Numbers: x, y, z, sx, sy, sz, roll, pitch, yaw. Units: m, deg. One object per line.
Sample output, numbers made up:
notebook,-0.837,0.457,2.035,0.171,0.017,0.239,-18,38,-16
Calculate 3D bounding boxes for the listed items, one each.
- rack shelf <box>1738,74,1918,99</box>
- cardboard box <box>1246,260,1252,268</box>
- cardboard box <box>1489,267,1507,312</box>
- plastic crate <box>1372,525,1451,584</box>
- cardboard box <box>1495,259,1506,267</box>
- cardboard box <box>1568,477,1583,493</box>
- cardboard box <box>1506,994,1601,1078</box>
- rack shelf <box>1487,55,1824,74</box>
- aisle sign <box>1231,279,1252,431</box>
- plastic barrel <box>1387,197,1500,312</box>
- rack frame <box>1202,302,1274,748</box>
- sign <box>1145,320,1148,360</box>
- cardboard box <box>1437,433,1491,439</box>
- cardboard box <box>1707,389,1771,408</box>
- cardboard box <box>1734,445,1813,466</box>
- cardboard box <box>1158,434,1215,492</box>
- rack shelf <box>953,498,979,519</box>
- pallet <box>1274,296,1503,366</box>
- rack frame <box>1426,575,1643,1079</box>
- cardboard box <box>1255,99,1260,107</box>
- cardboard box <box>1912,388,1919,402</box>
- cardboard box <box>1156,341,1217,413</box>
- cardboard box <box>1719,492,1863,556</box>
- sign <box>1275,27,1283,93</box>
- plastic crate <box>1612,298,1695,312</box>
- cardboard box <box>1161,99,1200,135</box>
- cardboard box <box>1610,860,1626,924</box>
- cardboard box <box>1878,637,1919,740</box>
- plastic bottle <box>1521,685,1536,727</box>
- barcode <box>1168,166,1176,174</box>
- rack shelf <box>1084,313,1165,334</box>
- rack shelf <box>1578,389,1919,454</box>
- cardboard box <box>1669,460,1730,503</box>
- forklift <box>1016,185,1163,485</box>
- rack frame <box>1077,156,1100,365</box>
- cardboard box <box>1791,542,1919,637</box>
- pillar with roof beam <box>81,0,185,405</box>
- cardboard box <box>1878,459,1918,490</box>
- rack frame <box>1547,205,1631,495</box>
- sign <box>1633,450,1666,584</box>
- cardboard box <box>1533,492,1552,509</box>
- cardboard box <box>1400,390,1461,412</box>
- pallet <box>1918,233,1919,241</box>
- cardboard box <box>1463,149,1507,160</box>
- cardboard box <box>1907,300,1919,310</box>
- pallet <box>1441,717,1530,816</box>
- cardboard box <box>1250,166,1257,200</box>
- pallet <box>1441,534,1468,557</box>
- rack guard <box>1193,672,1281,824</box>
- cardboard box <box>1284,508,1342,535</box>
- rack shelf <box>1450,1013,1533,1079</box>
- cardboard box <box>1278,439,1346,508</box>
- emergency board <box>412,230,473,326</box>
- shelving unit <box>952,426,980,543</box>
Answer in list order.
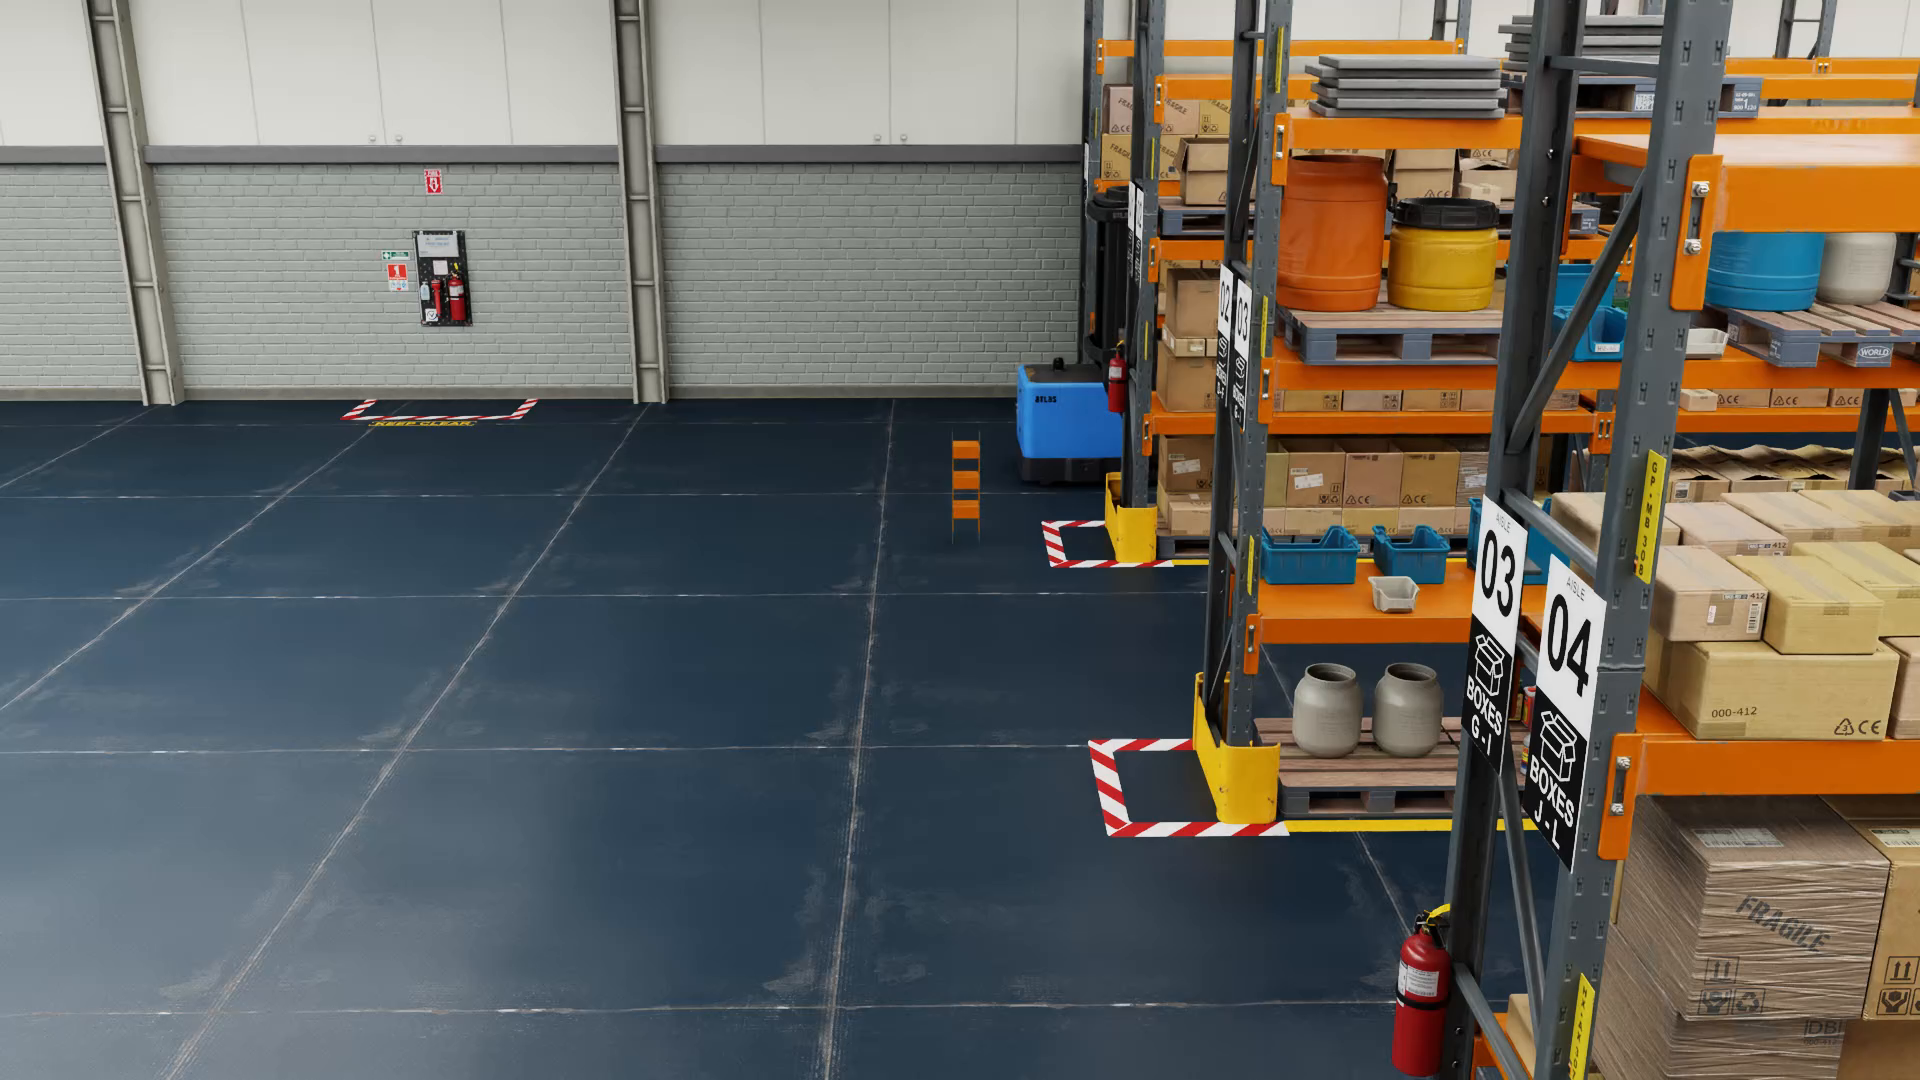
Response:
rack shelf,7.569,-3.757,14.064,4.000,0.370,1.077,0,18,-1
cardboard box,3.497,-3.130,19.080,0.500,0.500,0.500,0,18,1
cardboard box,4.621,-2.083,14.544,0.500,0.500,0.700,0,18,-1
plastic crate,2.790,0.084,10.322,0.408,0.251,0.499,0,18,-1
cardboard box,5.997,-3.186,19.388,0.500,0.500,0.700,0,18,-1
cardboard box,5.979,-0.405,15.417,0.500,0.250,0.500,0,18,-1
cardboard box,2.004,1.676,5.526,0.250,0.149,0.380,0,18,-1
rack shelf,7.487,-5.270,18.780,4.000,0.370,1.077,0,18,-1
aisle sign,1.577,-1.040,9.326,0.004,0.787,0.394,0,18,-1
plastic barrel,2.782,-1.654,9.590,0.600,0.588,0.600,0,18,0
rack frame,1.644,0.108,10.003,0.127,3.000,1.000,0,18,-1
sign,1.573,-1.685,14.046,0.005,0.325,0.100,0,18,-1
cardboard box,4.601,-0.761,15.297,0.500,0.500,0.500,0,18,-1
cardboard box,6.864,-1.473,14.768,0.500,0.500,0.500,1,18,3
cardboard box,7.492,-0.679,15.351,0.500,0.311,0.500,0,18,-2
cardboard box,2.101,-0.746,15.252,0.500,0.500,0.500,0,18,-1
rack shelf,0.054,-0.225,15.179,0.240,0.259,0.215,0,18,-1
pallet,2.473,-1.205,9.493,1.213,0.211,1.003,0,18,-1
rack frame,1.723,1.621,5.287,0.127,3.000,1.000,0,18,-1
cardboard box,3.457,-4.963,19.067,0.500,0.500,0.500,0,18,-1
cardboard box,8.672,-1.456,15.024,0.500,0.311,0.500,0,18,-2
cardboard box,2.037,-1.451,14.699,0.500,0.500,0.700,0,18,-1
cardboard box,2.529,-0.023,5.093,0.250,0.149,0.380,-1,18,-3
sign,1.649,-2.481,8.595,0.005,0.325,0.100,0,18,-1
plastic crate,4.062,-1.314,9.873,0.450,0.188,0.336,0,18,-1
cardboard box,2.379,-4.794,18.540,0.500,0.500,0.500,0,18,-1
cardboard box,2.269,0.877,5.317,0.500,0.500,0.500,0,18,-1
cardboard box,2.724,0.336,4.627,0.500,0.250,0.500,-1,18,-2
plastic bottle,3.726,1.060,10.774,0.135,0.276,0.152,0,18,0
barcode,1.864,-3.258,14.636,0.075,0.075,0.001,0,18,-1
rack shelf,3.488,-2.585,19.575,4.000,0.370,1.077,0,18,-1
rack shelf,7.569,-1.091,14.919,4.000,0.370,1.077,0,18,-1
cardboard box,6.487,-0.509,14.821,0.500,0.311,0.500,0,18,-2
forklift,2.125,-2.099,16.995,3.031,2.935,1.130,-1,18,-2
rack frame,1.488,-2.918,19.435,0.127,3.000,1.000,0,18,-1
cardboard box,2.513,0.133,4.608,0.250,0.149,0.380,-1,18,-2
pillar with roof beam,-9.756,-4.669,15.074,0.400,9.000,9.100,0,18,-1
cardboard box,8.530,-0.519,14.853,0.500,0.311,0.500,-1,18,-2
rack frame,5.569,-1.424,14.779,0.127,3.000,1.000,0,18,-1
sign,1.731,-0.058,4.179,0.005,0.325,0.100,0,18,-1
cardboard box,5.109,-0.246,14.920,0.500,0.250,0.500,0,18,-1
cardboard box,4.097,-1.462,14.733,0.500,0.500,0.700,0,18,0
pallet,7.774,-2.745,14.295,1.213,0.211,1.003,1,18,2
cardboard box,6.035,-4.591,18.890,0.500,0.500,0.500,2,18,7
cardboard box,11.106,-2.792,19.421,0.250,0.149,0.380,0,18,0
pallet,3.749,1.414,10.497,1.213,0.211,1.003,0,18,-1
cardboard box,2.717,-3.115,14.467,0.500,0.250,0.500,0,18,-1
pallet,4.774,-0.105,15.233,1.213,0.211,1.003,0,18,-1
rack guard,1.720,1.283,10.431,0.348,0.500,1.175,0,18,-1
cardboard box,3.109,-0.236,14.889,0.500,0.250,0.500,0,18,-1
rack shelf,3.722,1.954,5.427,4.000,0.370,1.077,0,18,-1
cardboard box,3.109,-0.597,14.786,0.500,0.500,0.500,0,18,-1
emergency board,-6.296,-3.156,20.178,0.643,1.169,0.194,0,18,-1
shelving unit,0.053,-0.500,15.090,0.252,1.050,0.215,0,18,-1
